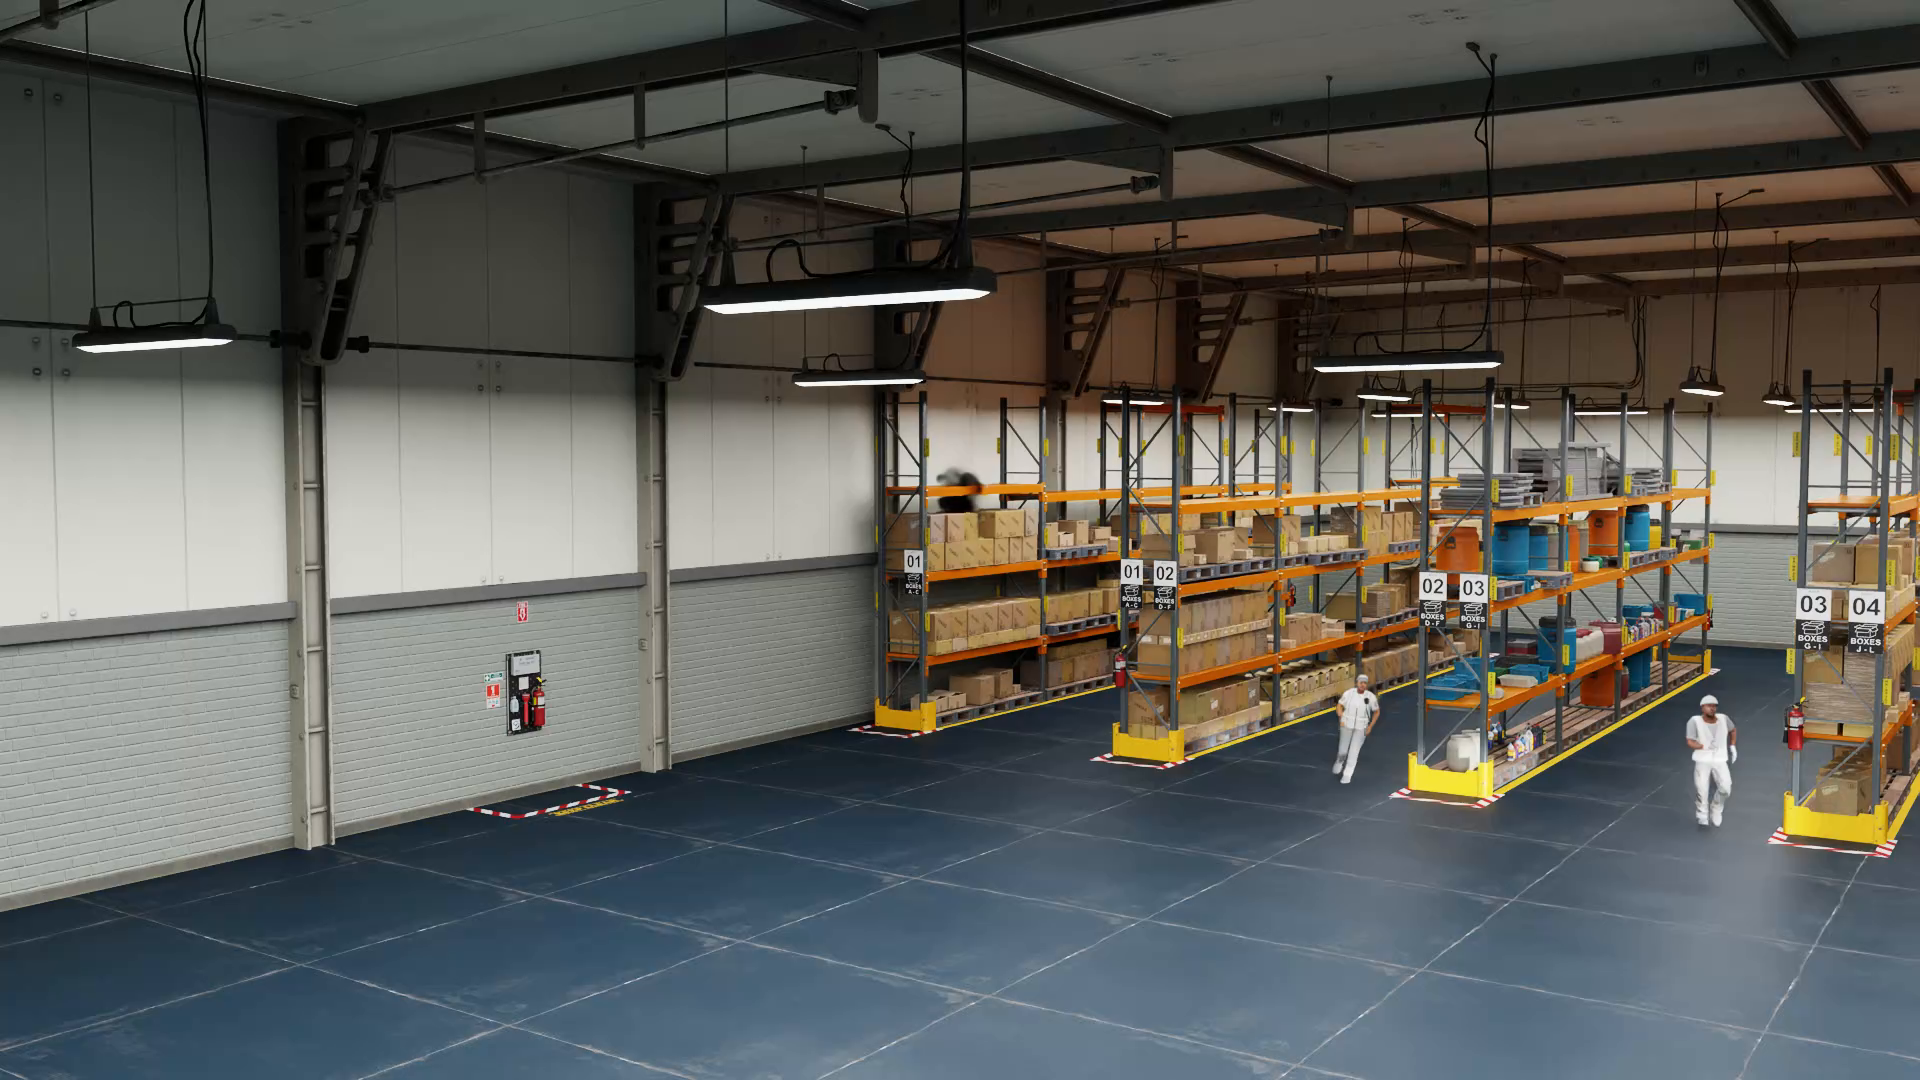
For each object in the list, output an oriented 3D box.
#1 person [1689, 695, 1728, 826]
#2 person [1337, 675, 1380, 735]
[{"bbox_3d":[9.821,2.893,21.854,0.484,1.738,0.484,1,3,11],"label":"person"},{"bbox_3d":[5.977,2.449,24.928,0.632,0.879,0.408,1,3,14],"label":"person"}]
